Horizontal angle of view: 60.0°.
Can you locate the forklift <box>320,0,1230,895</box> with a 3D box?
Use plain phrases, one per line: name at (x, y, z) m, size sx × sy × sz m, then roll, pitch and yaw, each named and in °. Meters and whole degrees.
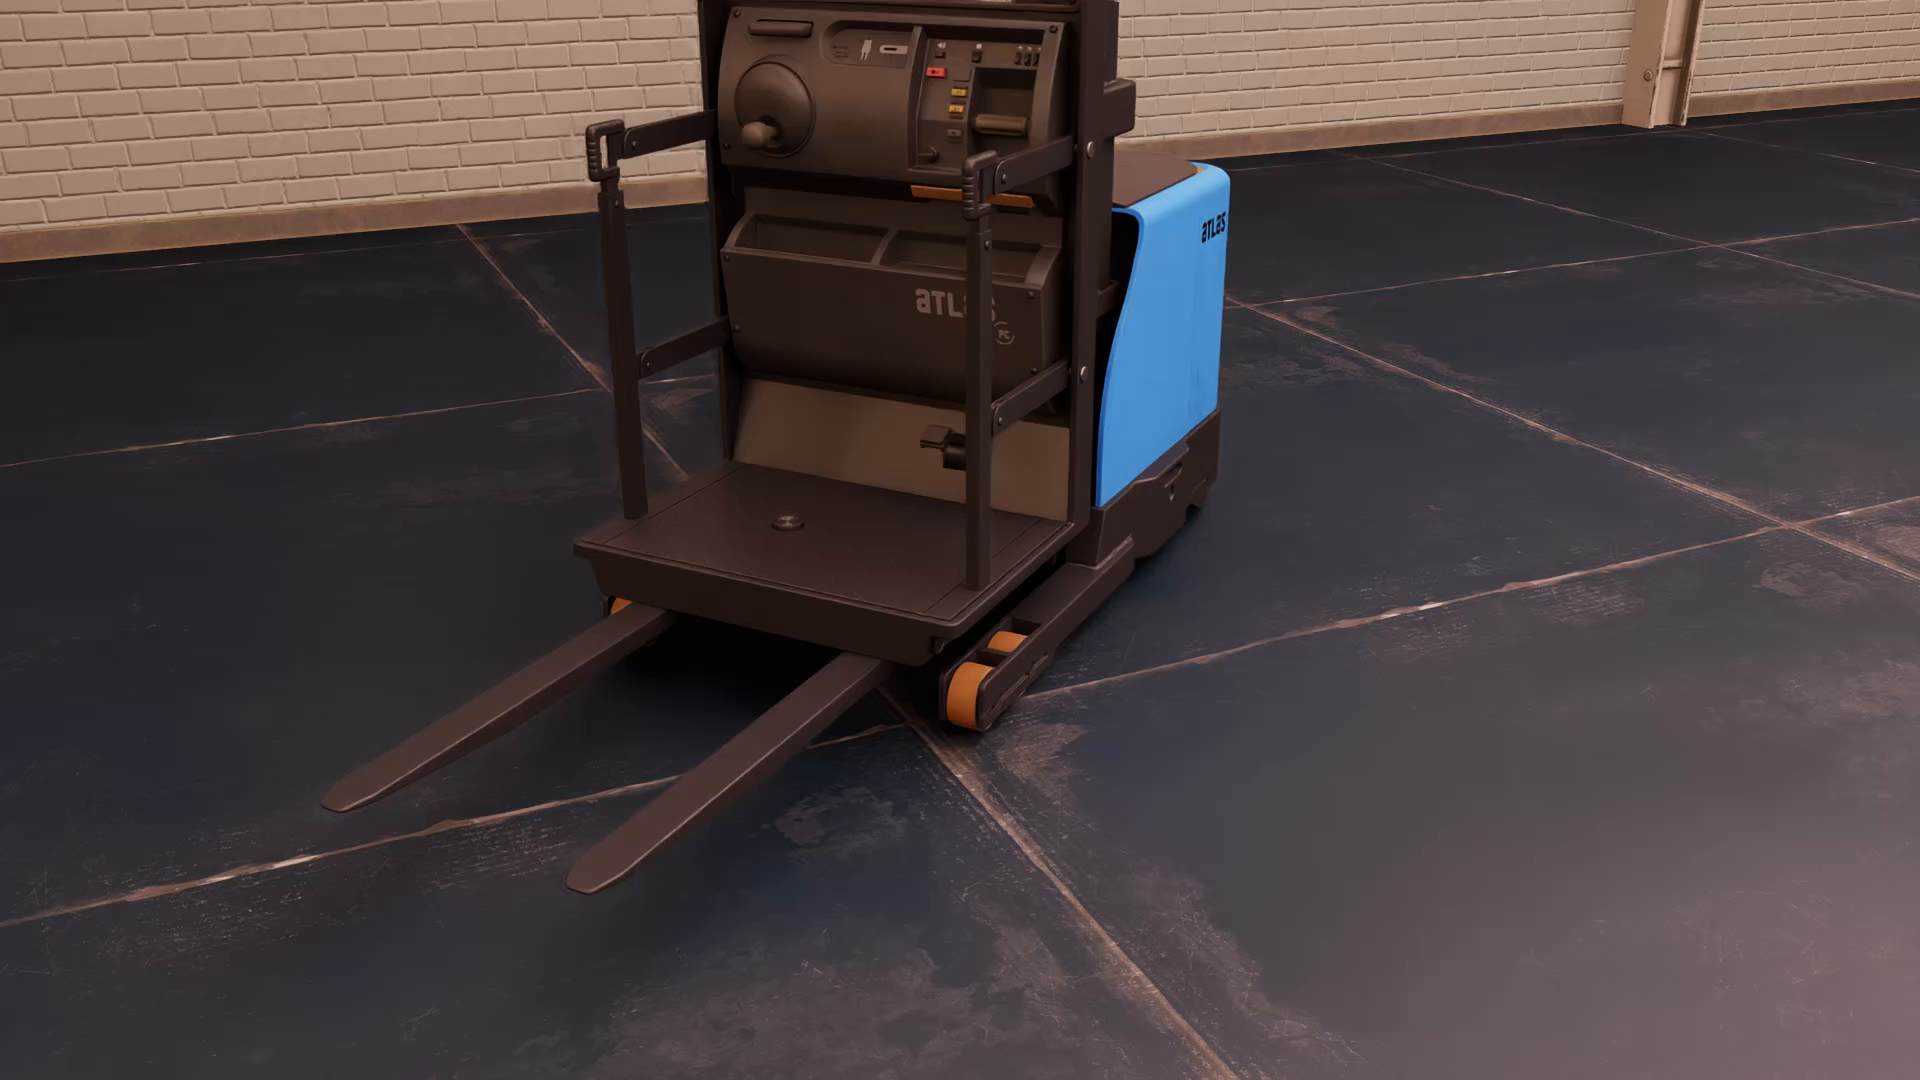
forklift at (-0.280, -1.087, 3.903) m, size 1.130 × 2.935 × 3.031 m, roll 11°, pitch 25°, yaw 25°
